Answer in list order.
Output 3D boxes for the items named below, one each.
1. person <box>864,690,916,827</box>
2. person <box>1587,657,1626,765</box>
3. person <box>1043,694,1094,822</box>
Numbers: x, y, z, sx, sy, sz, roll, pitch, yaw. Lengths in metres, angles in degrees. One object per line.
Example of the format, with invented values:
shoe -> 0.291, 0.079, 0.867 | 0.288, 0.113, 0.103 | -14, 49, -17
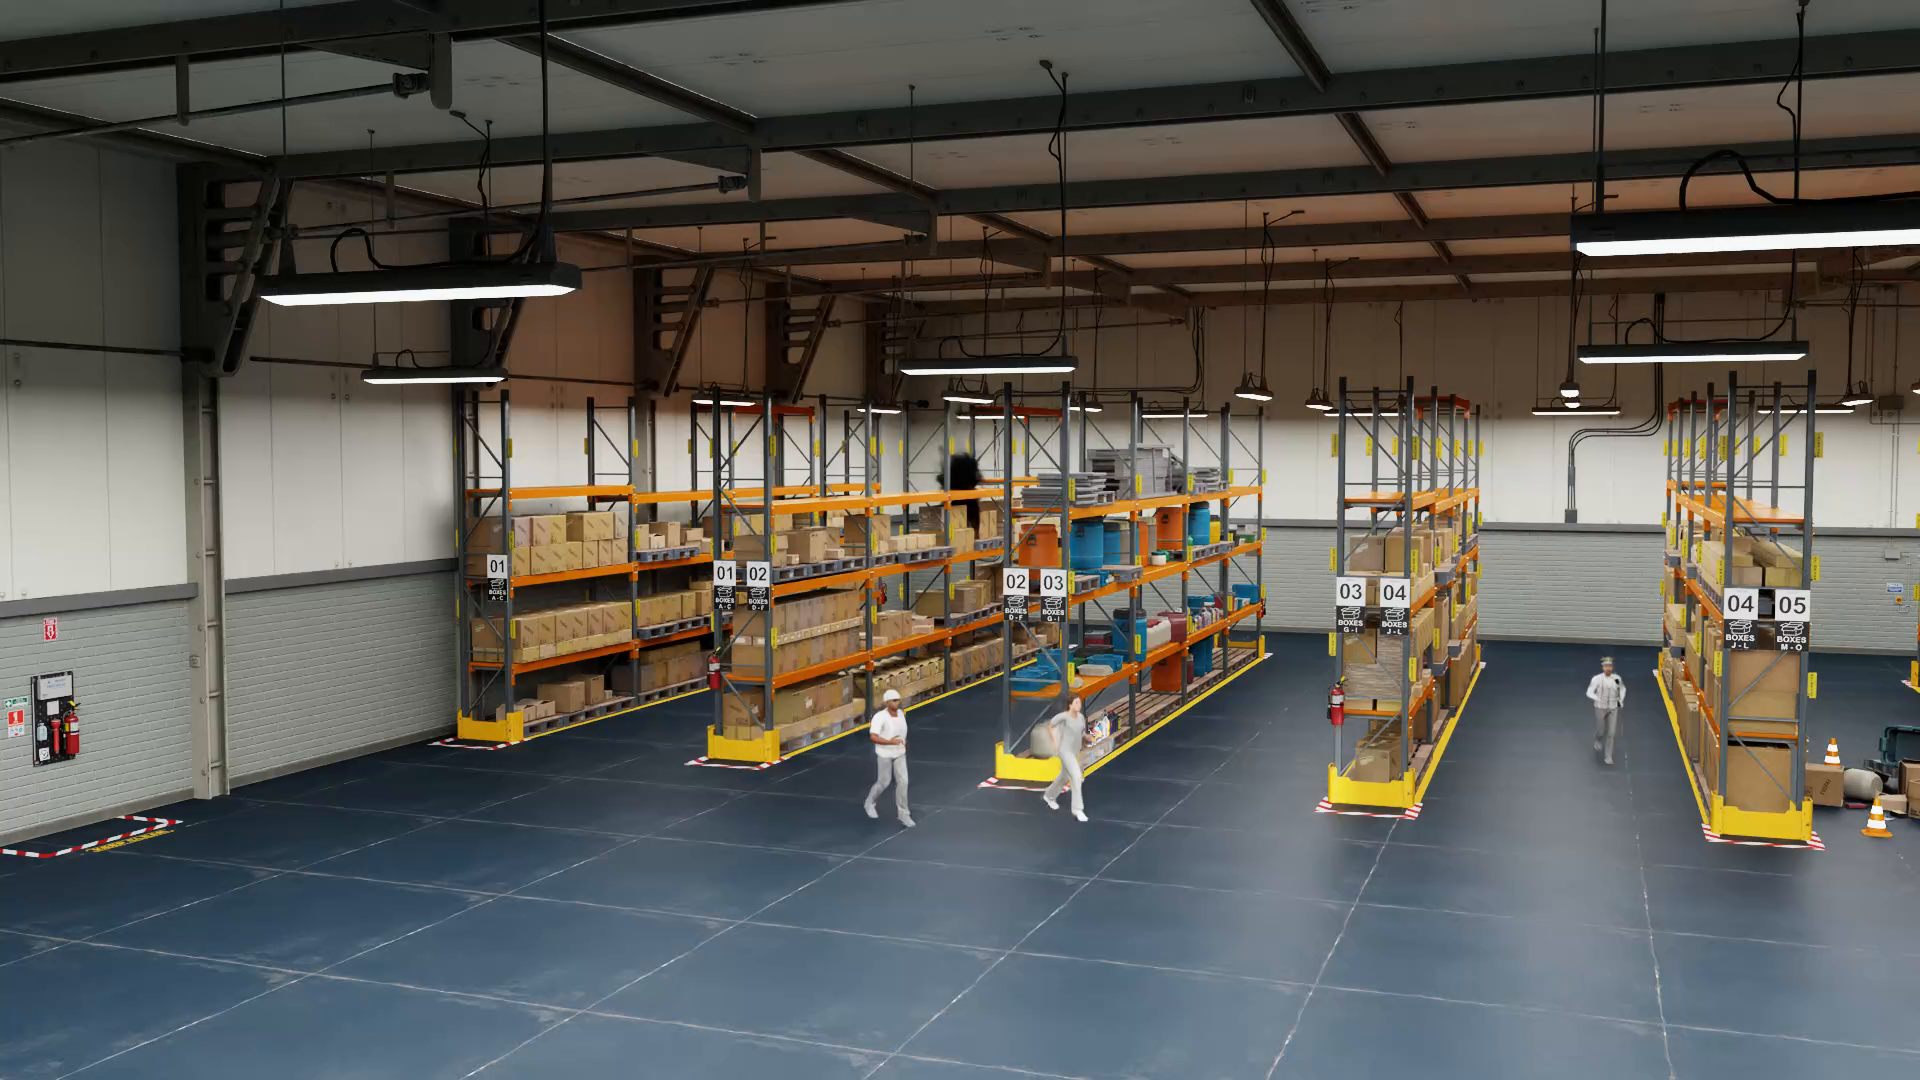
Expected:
person -> -0.936, 2.894, 22.199 | 0.721, 1.814, 0.835 | -3, 4, -44
person -> 10.318, 2.692, 26.505 | 0.618, 1.669, 0.890 | 1, 3, 11
person -> 1.456, 2.927, 22.649 | 0.892, 1.701, 0.494 | 3, 4, 43
